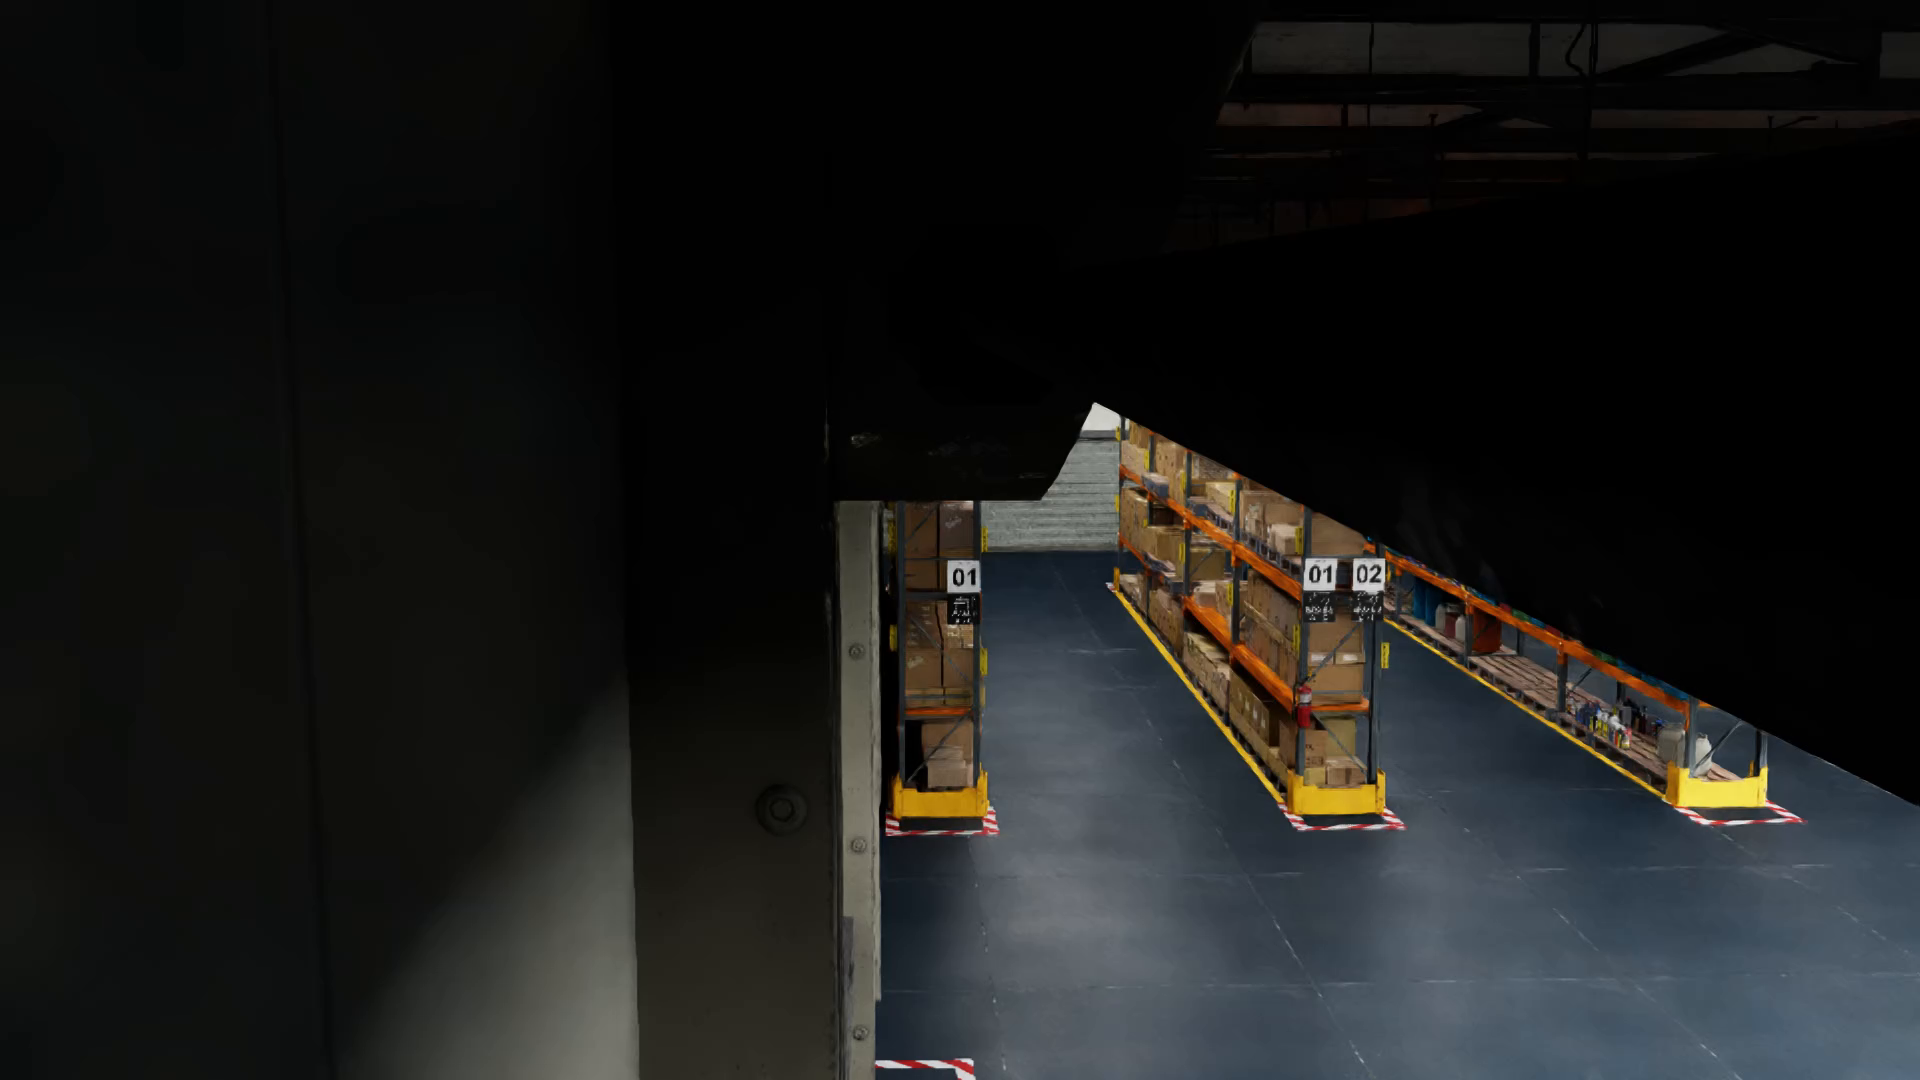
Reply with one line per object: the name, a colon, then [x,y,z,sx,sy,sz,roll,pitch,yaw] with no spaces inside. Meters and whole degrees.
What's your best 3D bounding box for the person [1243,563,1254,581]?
person: [6.422,0.293,36.526,0.455,1.583,0.526,1,8,7]
